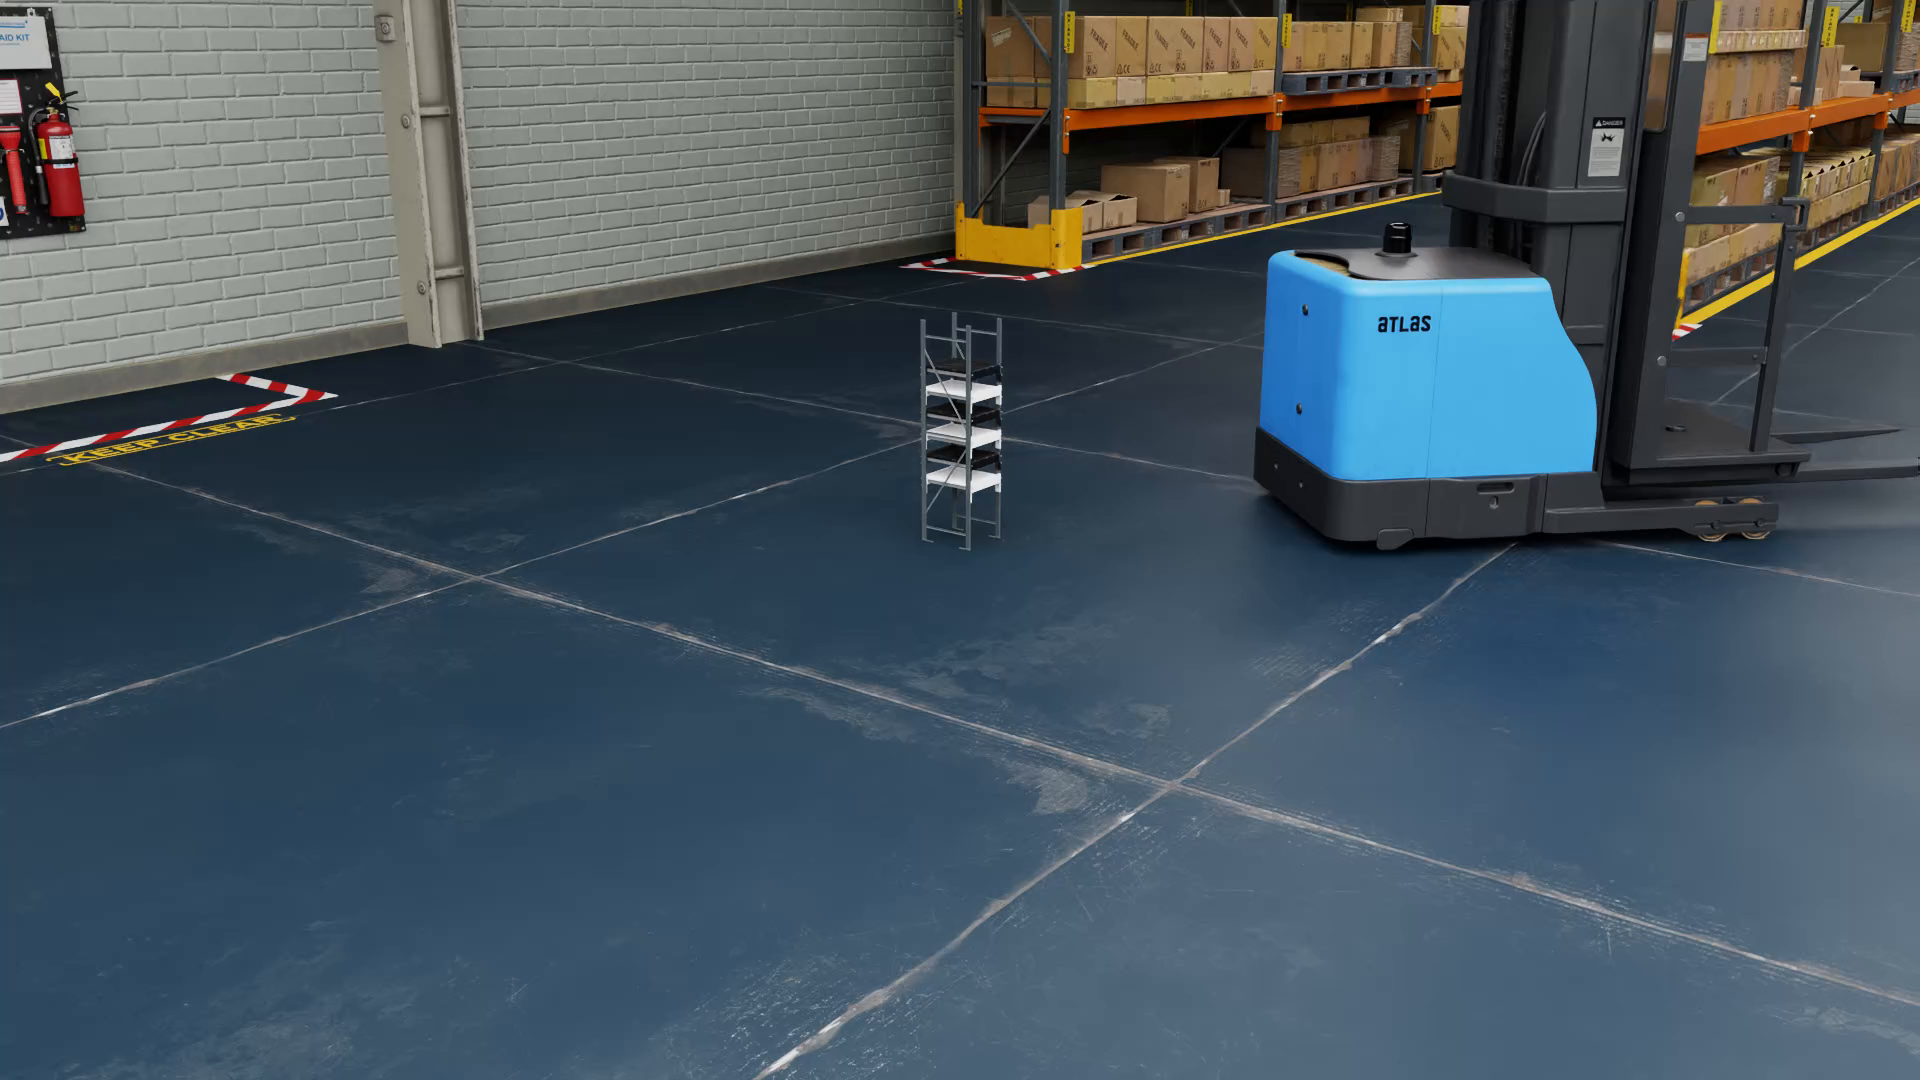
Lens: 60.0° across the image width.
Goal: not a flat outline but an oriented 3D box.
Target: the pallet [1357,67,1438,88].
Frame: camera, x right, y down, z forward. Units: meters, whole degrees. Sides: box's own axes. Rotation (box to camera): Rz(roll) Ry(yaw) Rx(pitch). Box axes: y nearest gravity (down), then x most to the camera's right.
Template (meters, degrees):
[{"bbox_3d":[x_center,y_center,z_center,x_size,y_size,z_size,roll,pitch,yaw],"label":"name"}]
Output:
[{"bbox_3d":[4.887,-5.479,19.654,1.213,0.211,1.003,12,21,35],"label":"pallet"}]

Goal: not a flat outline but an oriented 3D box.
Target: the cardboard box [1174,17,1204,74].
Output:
[{"bbox_3d":[1.899,-4.574,15.369,0.500,0.500,0.500,13,22,36],"label":"cardboard box"}]

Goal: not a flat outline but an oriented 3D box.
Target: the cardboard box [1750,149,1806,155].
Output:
[{"bbox_3d":[8.353,-3.841,17.037,0.500,0.311,0.500,12,21,33],"label":"cardboard box"}]

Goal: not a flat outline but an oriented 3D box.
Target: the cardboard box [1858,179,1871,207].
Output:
[{"bbox_3d":[9.089,-3.604,17.220,0.500,0.250,0.500,13,21,36],"label":"cardboard box"}]

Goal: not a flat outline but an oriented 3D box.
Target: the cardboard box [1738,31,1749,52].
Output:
[{"bbox_3d":[5.613,-3.700,12.337,0.380,0.149,0.250,12,21,34],"label":"cardboard box"}]

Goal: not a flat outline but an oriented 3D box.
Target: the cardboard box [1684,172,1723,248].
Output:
[{"bbox_3d":[5.235,-2.433,12.184,0.500,0.500,0.500,12,21,35],"label":"cardboard box"}]

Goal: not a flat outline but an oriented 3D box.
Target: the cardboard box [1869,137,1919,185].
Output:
[{"bbox_3d":[10.926,-4.450,19.490,0.500,0.500,0.500,13,21,35],"label":"cardboard box"}]

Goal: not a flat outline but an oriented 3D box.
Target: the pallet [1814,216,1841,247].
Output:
[{"bbox_3d":[7.958,-3.075,16.289,1.003,0.211,1.213,12,21,35],"label":"pallet"}]

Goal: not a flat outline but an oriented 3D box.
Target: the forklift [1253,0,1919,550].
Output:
[{"bbox_3d":[2.865,-1.544,6.773,3.031,2.935,1.130,-3,17,-8],"label":"forklift"}]

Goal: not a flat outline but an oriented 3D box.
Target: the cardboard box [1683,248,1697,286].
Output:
[{"bbox_3d":[4.938,-1.955,11.911,0.500,0.250,0.500,12,21,35],"label":"cardboard box"}]

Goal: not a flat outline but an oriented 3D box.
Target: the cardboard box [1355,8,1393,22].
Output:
[{"bbox_3d":[4.865,-6.160,19.519,0.380,0.149,0.250,9,19,26],"label":"cardboard box"}]

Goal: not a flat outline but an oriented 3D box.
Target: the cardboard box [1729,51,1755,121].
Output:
[{"bbox_3d":[5.649,-3.505,12.806,0.700,0.500,0.500,13,22,36],"label":"cardboard box"}]

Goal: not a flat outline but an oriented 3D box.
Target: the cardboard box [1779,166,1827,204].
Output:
[{"bbox_3d":[7.572,-3.260,15.167,0.500,0.311,0.500,12,21,34],"label":"cardboard box"}]

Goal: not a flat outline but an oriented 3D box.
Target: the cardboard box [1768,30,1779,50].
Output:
[{"bbox_3d":[6.226,-3.945,13.128,0.380,0.149,0.250,12,21,34],"label":"cardboard box"}]

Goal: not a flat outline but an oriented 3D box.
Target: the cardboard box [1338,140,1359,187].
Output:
[{"bbox_3d":[4.166,-4.370,19.230,0.700,0.500,0.500,12,21,34],"label":"cardboard box"}]

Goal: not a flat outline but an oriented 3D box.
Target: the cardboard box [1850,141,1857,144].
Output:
[{"bbox_3d":[9.884,-4.289,18.970,0.500,0.500,0.500,12,21,33],"label":"cardboard box"}]

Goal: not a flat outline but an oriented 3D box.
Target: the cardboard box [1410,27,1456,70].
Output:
[{"bbox_3d":[5.721,-6.029,20.398,0.500,0.500,0.500,13,22,36],"label":"cardboard box"}]

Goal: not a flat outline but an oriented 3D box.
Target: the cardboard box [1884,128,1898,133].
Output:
[{"bbox_3d":[11.702,-5.040,21.388,0.500,0.500,0.500,12,21,35],"label":"cardboard box"}]

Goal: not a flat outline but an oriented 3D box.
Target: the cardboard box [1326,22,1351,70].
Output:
[{"bbox_3d":[3.880,-5.474,18.403,0.700,0.500,0.500,16,24,42],"label":"cardboard box"}]

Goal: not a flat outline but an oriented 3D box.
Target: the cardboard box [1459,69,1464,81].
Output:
[{"bbox_3d":[6.190,-5.938,21.199,0.380,0.149,0.250,13,21,36],"label":"cardboard box"}]

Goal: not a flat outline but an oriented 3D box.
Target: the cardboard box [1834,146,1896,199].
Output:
[{"bbox_3d":[9.708,-3.959,17.909,0.500,0.500,0.500,14,22,37],"label":"cardboard box"}]

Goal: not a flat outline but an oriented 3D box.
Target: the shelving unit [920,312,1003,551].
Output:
[{"bbox_3d":[0.005,-0.432,6.617,0.258,0.900,0.210,12,21,35],"label":"shelving unit"}]

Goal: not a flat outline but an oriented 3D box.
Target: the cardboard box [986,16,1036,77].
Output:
[{"bbox_3d":[0.570,-4.300,14.487,0.500,0.500,0.500,12,21,34],"label":"cardboard box"}]

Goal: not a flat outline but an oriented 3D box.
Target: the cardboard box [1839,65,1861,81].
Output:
[{"bbox_3d":[8.955,-4.764,17.176,0.500,0.311,0.500,14,22,38],"label":"cardboard box"}]

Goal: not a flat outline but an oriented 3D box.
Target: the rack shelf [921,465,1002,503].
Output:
[{"bbox_3d":[0.005,-0.228,6.680,0.258,0.077,0.200,12,21,35],"label":"rack shelf"}]

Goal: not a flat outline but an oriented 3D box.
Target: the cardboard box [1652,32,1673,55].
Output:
[{"bbox_3d":[4.847,-3.393,11.348,0.380,0.149,0.250,12,21,34],"label":"cardboard box"}]

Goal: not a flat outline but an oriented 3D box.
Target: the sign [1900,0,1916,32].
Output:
[{"bbox_3d":[9.655,-5.341,16.932,0.100,0.325,0.005,12,21,35],"label":"sign"}]

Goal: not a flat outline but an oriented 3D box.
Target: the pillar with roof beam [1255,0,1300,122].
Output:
[{"bbox_3d":[7.214,-7.707,16.388,9.100,9.000,0.400,12,21,35],"label":"pillar with roof beam"}]

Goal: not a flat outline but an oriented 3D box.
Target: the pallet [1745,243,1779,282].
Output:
[{"bbox_3d":[6.316,-2.419,14.176,1.003,0.211,1.213,12,21,35],"label":"pallet"}]

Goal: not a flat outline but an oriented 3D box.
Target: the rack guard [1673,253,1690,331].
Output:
[{"bbox_3d":[4.426,-1.780,11.633,1.175,0.500,0.348,12,21,35],"label":"rack guard"}]

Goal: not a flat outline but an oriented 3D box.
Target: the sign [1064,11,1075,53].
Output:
[{"bbox_3d":[0.895,-4.172,13.660,0.100,0.325,0.005,12,21,35],"label":"sign"}]

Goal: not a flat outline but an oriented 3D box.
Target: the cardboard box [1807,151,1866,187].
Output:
[{"bbox_3d":[8.788,-3.747,16.735,0.500,0.311,0.500,12,21,34],"label":"cardboard box"}]

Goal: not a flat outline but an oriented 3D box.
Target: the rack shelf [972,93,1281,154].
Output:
[{"bbox_3d":[1.651,-3.987,15.737,1.077,0.370,4.000,12,21,35],"label":"rack shelf"}]

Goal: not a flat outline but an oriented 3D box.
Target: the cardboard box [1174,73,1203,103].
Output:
[{"bbox_3d":[1.915,-4.219,15.490,0.500,0.250,0.500,13,21,35],"label":"cardboard box"}]

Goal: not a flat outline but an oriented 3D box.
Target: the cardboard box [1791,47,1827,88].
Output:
[{"bbox_3d":[7.608,-4.286,15.318,0.500,0.500,0.500,14,22,39],"label":"cardboard box"}]

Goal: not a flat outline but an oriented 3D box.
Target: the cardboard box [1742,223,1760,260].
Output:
[{"bbox_3d":[6.131,-2.432,13.444,0.500,0.250,0.500,12,21,35],"label":"cardboard box"}]

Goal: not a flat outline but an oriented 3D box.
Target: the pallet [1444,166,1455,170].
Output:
[{"bbox_3d":[6.484,-4.892,22.140,1.003,0.211,1.213,12,21,35],"label":"pallet"}]

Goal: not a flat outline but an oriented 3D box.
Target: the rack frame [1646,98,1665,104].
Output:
[{"bbox_3d":[4.440,-2.980,11.281,1.000,3.000,0.127,12,21,35],"label":"rack frame"}]

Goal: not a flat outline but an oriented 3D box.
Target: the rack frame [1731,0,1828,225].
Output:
[{"bbox_3d":[6.824,-3.932,14.349,1.000,3.000,0.127,12,21,35],"label":"rack frame"}]

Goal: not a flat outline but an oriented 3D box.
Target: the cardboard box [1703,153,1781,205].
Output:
[{"bbox_3d":[6.415,-2.912,13.726,0.500,0.500,0.500,12,21,35],"label":"cardboard box"}]

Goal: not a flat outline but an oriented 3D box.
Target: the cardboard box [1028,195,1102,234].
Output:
[{"bbox_3d":[0.944,-2.929,14.910,0.500,0.311,0.500,10,20,29],"label":"cardboard box"}]

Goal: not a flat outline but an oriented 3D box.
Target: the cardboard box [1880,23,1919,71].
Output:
[{"bbox_3d":[10.190,-5.487,18.479,0.500,0.500,0.700,-15,23,-40],"label":"cardboard box"}]

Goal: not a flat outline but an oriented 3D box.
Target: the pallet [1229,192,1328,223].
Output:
[{"bbox_3d":[3.306,-3.661,18.176,1.003,0.211,1.213,12,21,35],"label":"pallet"}]

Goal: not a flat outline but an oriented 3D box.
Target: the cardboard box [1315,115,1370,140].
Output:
[{"bbox_3d":[4.449,-4.829,19.443,0.500,0.250,0.500,13,21,36],"label":"cardboard box"}]

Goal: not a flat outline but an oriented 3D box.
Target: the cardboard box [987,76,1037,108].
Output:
[{"bbox_3d":[0.582,-3.938,14.585,0.500,0.250,0.500,13,21,35],"label":"cardboard box"}]

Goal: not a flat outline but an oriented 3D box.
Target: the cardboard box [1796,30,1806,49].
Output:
[{"bbox_3d":[6.834,-4.187,13.907,0.380,0.149,0.250,12,21,35],"label":"cardboard box"}]

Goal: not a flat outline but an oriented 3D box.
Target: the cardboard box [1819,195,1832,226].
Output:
[{"bbox_3d":[7.875,-3.117,15.653,0.500,0.250,0.500,12,21,33],"label":"cardboard box"}]

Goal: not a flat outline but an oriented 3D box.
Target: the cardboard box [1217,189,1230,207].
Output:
[{"bbox_3d":[2.548,-3.531,17.092,0.380,0.166,0.250,9,20,28],"label":"cardboard box"}]

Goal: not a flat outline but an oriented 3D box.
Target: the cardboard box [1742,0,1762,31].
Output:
[{"bbox_3d":[5.667,-4.134,12.643,0.700,0.500,0.500,12,21,35],"label":"cardboard box"}]

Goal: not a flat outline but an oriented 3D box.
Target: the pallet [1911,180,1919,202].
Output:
[{"bbox_3d":[11.136,-4.306,20.253,1.003,0.211,1.213,12,21,35],"label":"pallet"}]

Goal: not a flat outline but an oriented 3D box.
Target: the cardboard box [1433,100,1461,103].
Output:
[{"bbox_3d":[6.799,-5.496,22.301,0.750,0.750,0.750,13,22,36],"label":"cardboard box"}]

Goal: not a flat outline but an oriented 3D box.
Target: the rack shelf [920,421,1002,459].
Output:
[{"bbox_3d":[0.005,-0.400,6.626,0.258,0.077,0.200,12,21,35],"label":"rack shelf"}]
